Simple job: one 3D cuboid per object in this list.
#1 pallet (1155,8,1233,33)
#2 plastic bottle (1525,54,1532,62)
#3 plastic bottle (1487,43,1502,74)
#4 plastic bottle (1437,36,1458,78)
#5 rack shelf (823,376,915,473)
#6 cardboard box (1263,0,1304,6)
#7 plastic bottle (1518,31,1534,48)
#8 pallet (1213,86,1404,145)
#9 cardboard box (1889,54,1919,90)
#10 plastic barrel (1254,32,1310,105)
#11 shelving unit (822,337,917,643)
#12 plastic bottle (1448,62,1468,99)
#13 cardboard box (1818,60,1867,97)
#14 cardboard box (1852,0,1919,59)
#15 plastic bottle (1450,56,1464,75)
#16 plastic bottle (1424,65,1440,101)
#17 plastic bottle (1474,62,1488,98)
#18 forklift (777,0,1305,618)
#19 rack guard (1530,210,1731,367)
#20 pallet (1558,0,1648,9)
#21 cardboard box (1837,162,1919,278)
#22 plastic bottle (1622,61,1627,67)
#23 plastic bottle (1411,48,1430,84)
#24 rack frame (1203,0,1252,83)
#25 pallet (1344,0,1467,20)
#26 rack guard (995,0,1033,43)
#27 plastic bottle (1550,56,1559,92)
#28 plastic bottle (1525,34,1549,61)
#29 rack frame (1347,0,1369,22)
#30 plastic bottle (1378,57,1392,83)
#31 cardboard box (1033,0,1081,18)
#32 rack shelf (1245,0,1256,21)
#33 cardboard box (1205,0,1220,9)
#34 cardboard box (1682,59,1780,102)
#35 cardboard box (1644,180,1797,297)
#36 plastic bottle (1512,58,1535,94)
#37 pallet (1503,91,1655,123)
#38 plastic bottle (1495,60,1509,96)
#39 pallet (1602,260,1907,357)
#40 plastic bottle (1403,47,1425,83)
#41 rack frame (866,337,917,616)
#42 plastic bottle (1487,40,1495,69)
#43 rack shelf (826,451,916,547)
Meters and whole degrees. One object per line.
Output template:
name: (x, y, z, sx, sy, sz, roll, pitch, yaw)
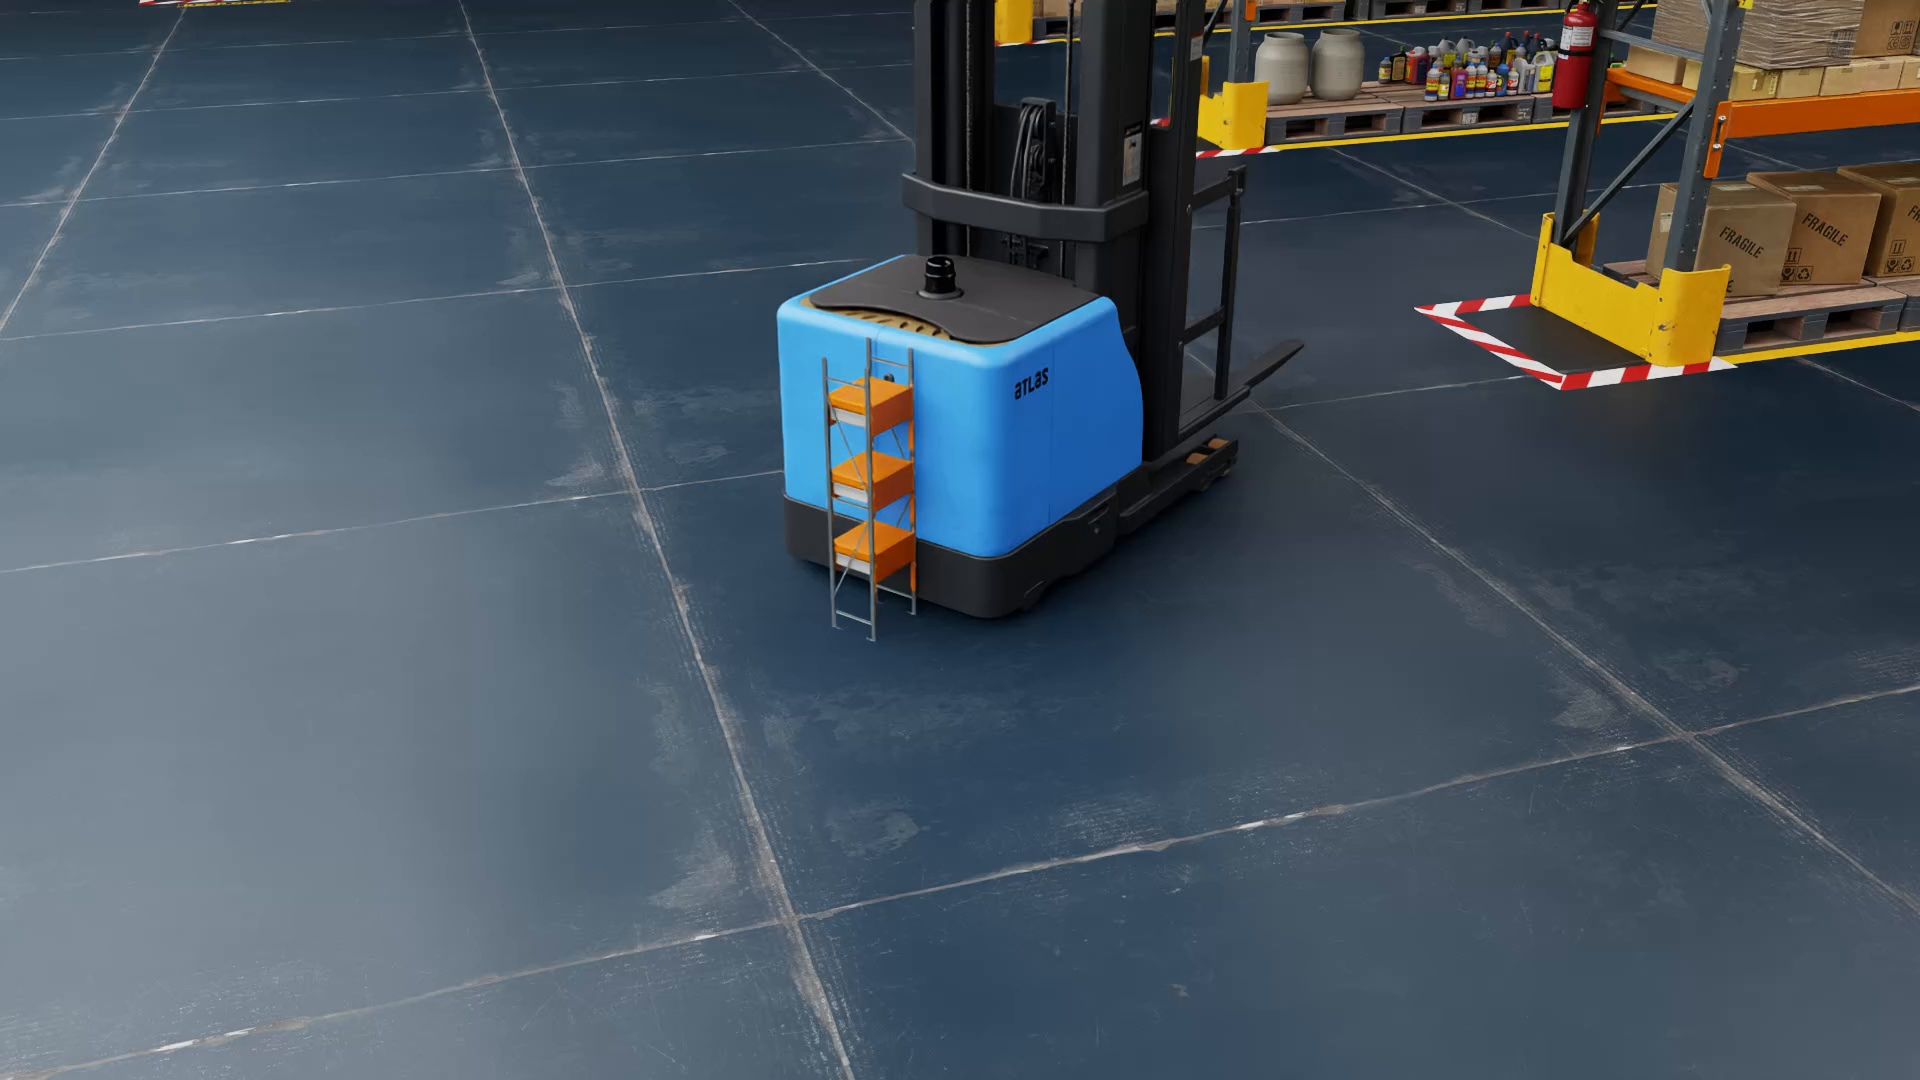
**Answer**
pallet: (2.313, -5.712, 18.018, 1.213, 0.211, 1.003, -8, 28, -16)
plastic bottle: (4.706, -3.866, 13.725, 0.133, 0.283, 0.061, -8, 28, -16)
plastic bottle: (4.571, -4.105, 14.219, 0.097, 0.271, 0.097, 0, 26, 0)
plastic bottle: (4.118, -4.092, 14.104, 0.185, 0.351, 0.144, -7, 27, -14)
rack shelf: (-0.315, -0.414, 5.790, 0.215, 0.259, 0.240, 17, 31, 31)
cardboard box: (3.392, -5.958, 17.998, 0.500, 0.250, 0.500, -8, 28, -16)
plastic bottle: (4.878, -4.203, 14.326, 0.185, 0.351, 0.144, -7, 27, -15)
pallet: (2.803, -3.468, 13.498, 1.213, 0.211, 1.003, -8, 28, -16)
cardboard box: (4.807, -2.438, 8.569, 0.250, 0.149, 0.380, -8, 28, -16)
plastic barrel: (2.573, -3.774, 13.303, 0.421, 0.512, 0.421, 0, 26, 0)
shelving unit: (-0.315, -0.170, 5.911, 0.215, 1.050, 0.252, 17, 31, 31)
plastic bottle: (4.012, -3.699, 13.387, 0.133, 0.283, 0.061, -8, 27, -15)
cardboard box: (4.336, -2.363, 8.419, 0.250, 0.149, 0.380, -8, 28, -16)
cardboard box: (4.475, -2.844, 8.659, 0.500, 0.500, 0.875, -8, 28, -16)
plastic bottle: (4.197, -3.980, 14.047, 0.097, 0.201, 0.097, 0, 26, 0)
plastic bottle: (3.792, -3.670, 13.342, 0.097, 0.271, 0.097, 0, 26, 0)
plastic bottle: (4.213, -3.731, 13.465, 0.097, 0.271, 0.097, 0, 26, 0)
forklift: (0.568, -1.632, 6.741, 1.130, 2.935, 3.031, 17, 31, 31)
rack guard: (3.577, -1.374, 8.955, 0.348, 0.500, 1.175, -8, 28, -16)
pallet: (7.253, -6.427, 19.459, 1.213, 0.211, 1.003, -8, 28, -16)
cardboard box: (5.263, -1.805, 9.351, 0.500, 0.500, 0.500, -6, 27, -11)
plastic bottle: (5.526, -3.890, 13.864, 0.097, 0.201, 0.097, 0, 26, 0)
plastic bottle: (3.863, -3.974, 13.941, 0.133, 0.283, 0.061, -8, 28, -16)
rack frame: (1.971, -4.577, 12.596, 0.127, 3.000, 1.000, -8, 28, -16)
pallet: (4.933, -6.092, 18.783, 1.213, 0.211, 1.003, -8, 28, -16)
rack guard: (0.418, -5.549, 17.365, 0.348, 0.500, 1.175, -8, 28, -16)
plastic bottle: (4.927, -3.831, 13.654, 0.133, 0.283, 0.061, -6, 27, -13)
plastic bottle: (4.923, -4.142, 14.203, 0.185, 0.351, 0.144, -8, 28, -16)
rack frame: (4.244, -7.223, 17.925, 0.127, 3.000, 1.000, -8, 28, -16)
plastic bottle: (3.582, -3.959, 14.003, 0.097, 0.201, 0.097, 0, 26, 0)
cardboard box: (1.020, -5.608, 17.293, 0.500, 0.250, 0.500, -8, 28, -16)
rack shelf: (3.873, -4.530, 13.311, 4.000, 0.370, 1.077, -8, 28, -16)
cardboard box: (2.446, -5.814, 17.707, 0.500, 0.250, 0.500, -8, 28, -16)
cardboard box: (3.850, -2.309, 8.309, 0.250, 0.149, 0.380, -8, 28, -16)
cardboard box: (4.104, -1.630, 8.999, 0.500, 0.500, 0.500, -3, 27, -7)
plastic bottle: (4.606, -3.803, 13.605, 0.135, 0.276, 0.152, -8, 27, -15)
pallet: (5.123, -3.804, 14.175, 1.213, 0.211, 1.003, -8, 28, -16)
plastic bottle: (4.405, -3.759, 13.521, 0.097, 0.271, 0.097, 0, 26, 0)
pallet: (4.361, -1.341, 9.214, 1.213, 0.211, 1.003, -8, 28, -16)
plastic bottle: (3.830, -4.015, 14.033, 0.135, 0.276, 0.152, -8, 28, -16)
rack frame: (-0.245, -0.214, 6.001, 0.200, 1.050, 0.008, 17, 31, 31)
plastic bottle: (4.529, -4.141, 14.278, 0.133, 0.283, 0.061, -7, 27, -14)
rack shelf: (-0.315, -0.160, 5.916, 0.215, 0.259, 0.240, 17, 31, 31)
